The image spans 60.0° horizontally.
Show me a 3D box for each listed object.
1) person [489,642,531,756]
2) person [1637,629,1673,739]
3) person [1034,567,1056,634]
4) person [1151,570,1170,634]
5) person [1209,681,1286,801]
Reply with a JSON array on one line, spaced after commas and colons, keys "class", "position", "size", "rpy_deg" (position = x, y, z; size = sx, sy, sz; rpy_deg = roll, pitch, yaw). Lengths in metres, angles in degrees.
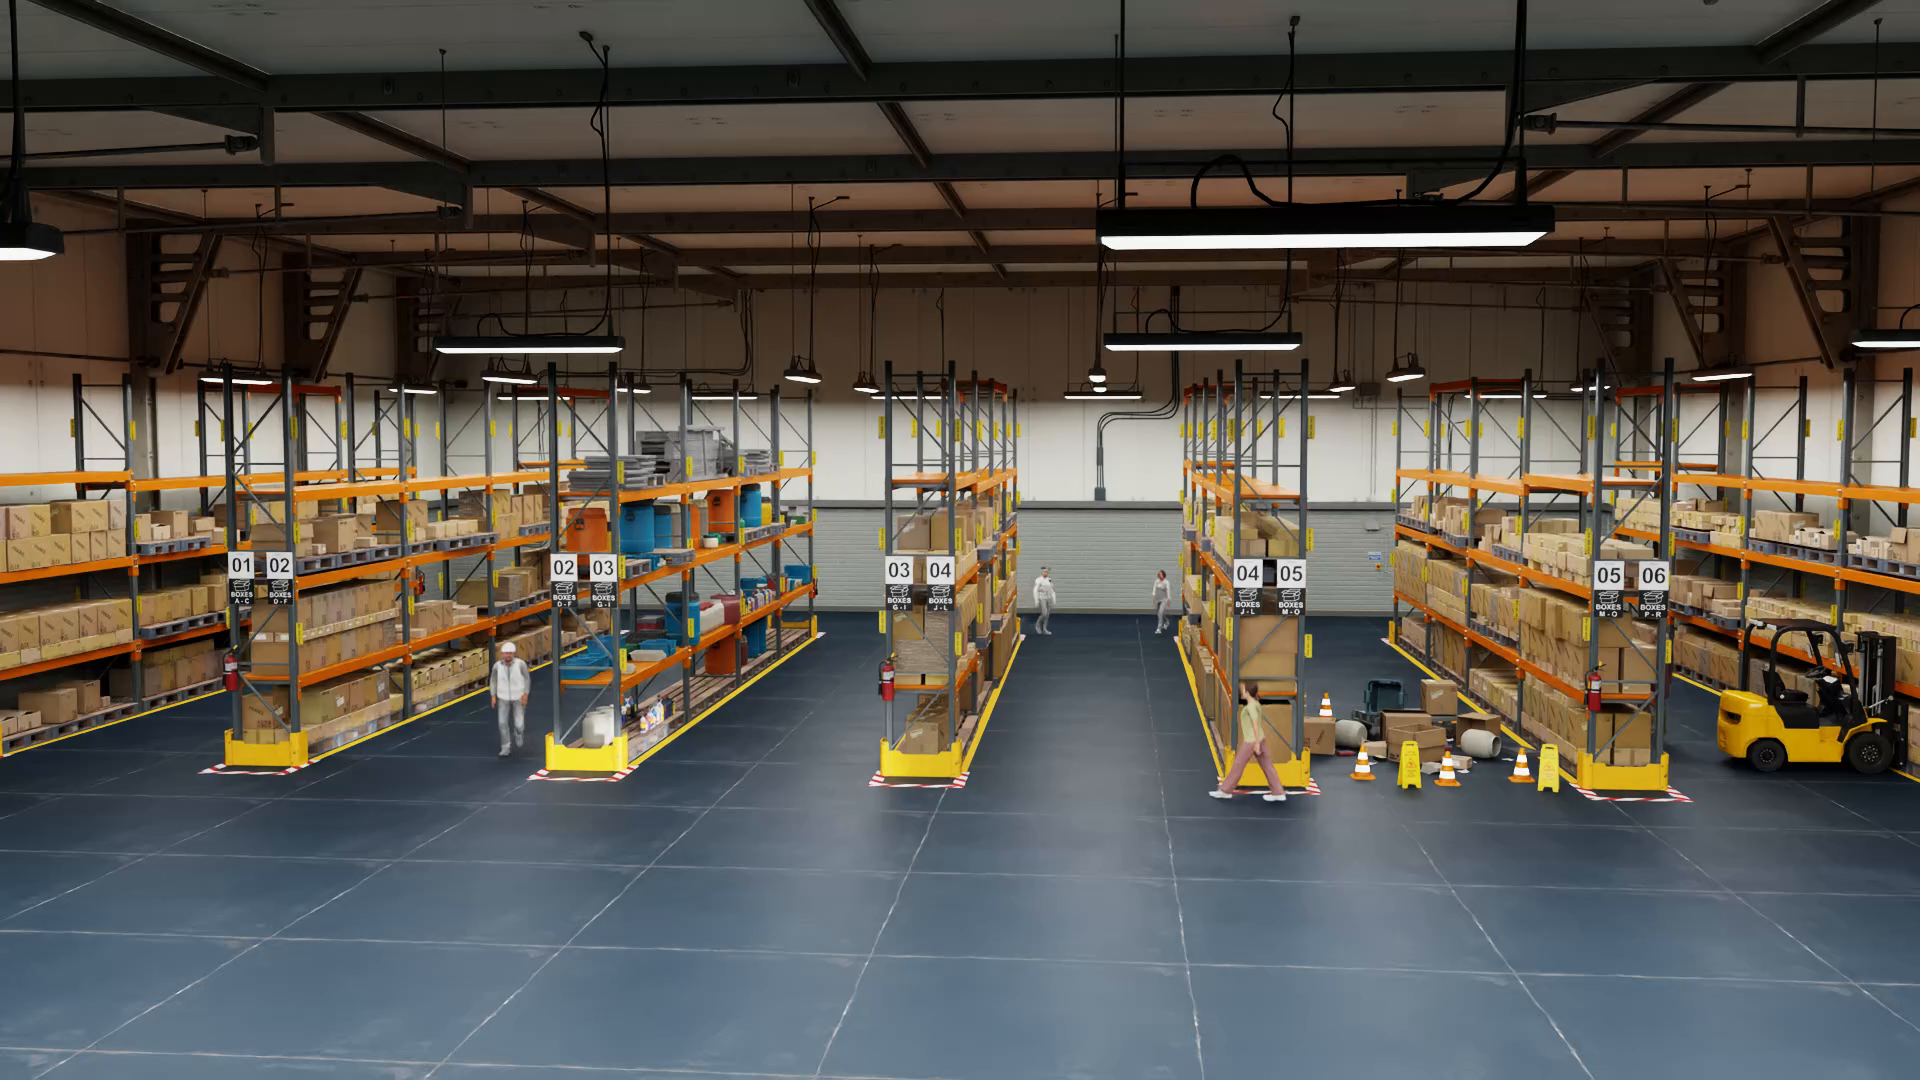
[{"class": "person", "position": [-6.979, 2.437, 25.823], "size": [0.623, 1.755, 0.638], "rpy_deg": [-1, 4, -8]}, {"class": "person", "position": [11.332, 2.326, 26.963], "size": [0.570, 1.759, 0.538], "rpy_deg": [0, 4, -6]}, {"class": "person", "position": [2.074, 1.477, 40.668], "size": [0.501, 1.671, 0.439], "rpy_deg": [-3, 5, -42]}, {"class": "person", "position": [4.999, 1.505, 41.073], "size": [0.419, 1.548, 0.914], "rpy_deg": [3, 5, 35]}, {"class": "person", "position": [3.900, 2.696, 22.427], "size": [1.021, 1.599, 0.485], "rpy_deg": [2, 4, 24]}]
